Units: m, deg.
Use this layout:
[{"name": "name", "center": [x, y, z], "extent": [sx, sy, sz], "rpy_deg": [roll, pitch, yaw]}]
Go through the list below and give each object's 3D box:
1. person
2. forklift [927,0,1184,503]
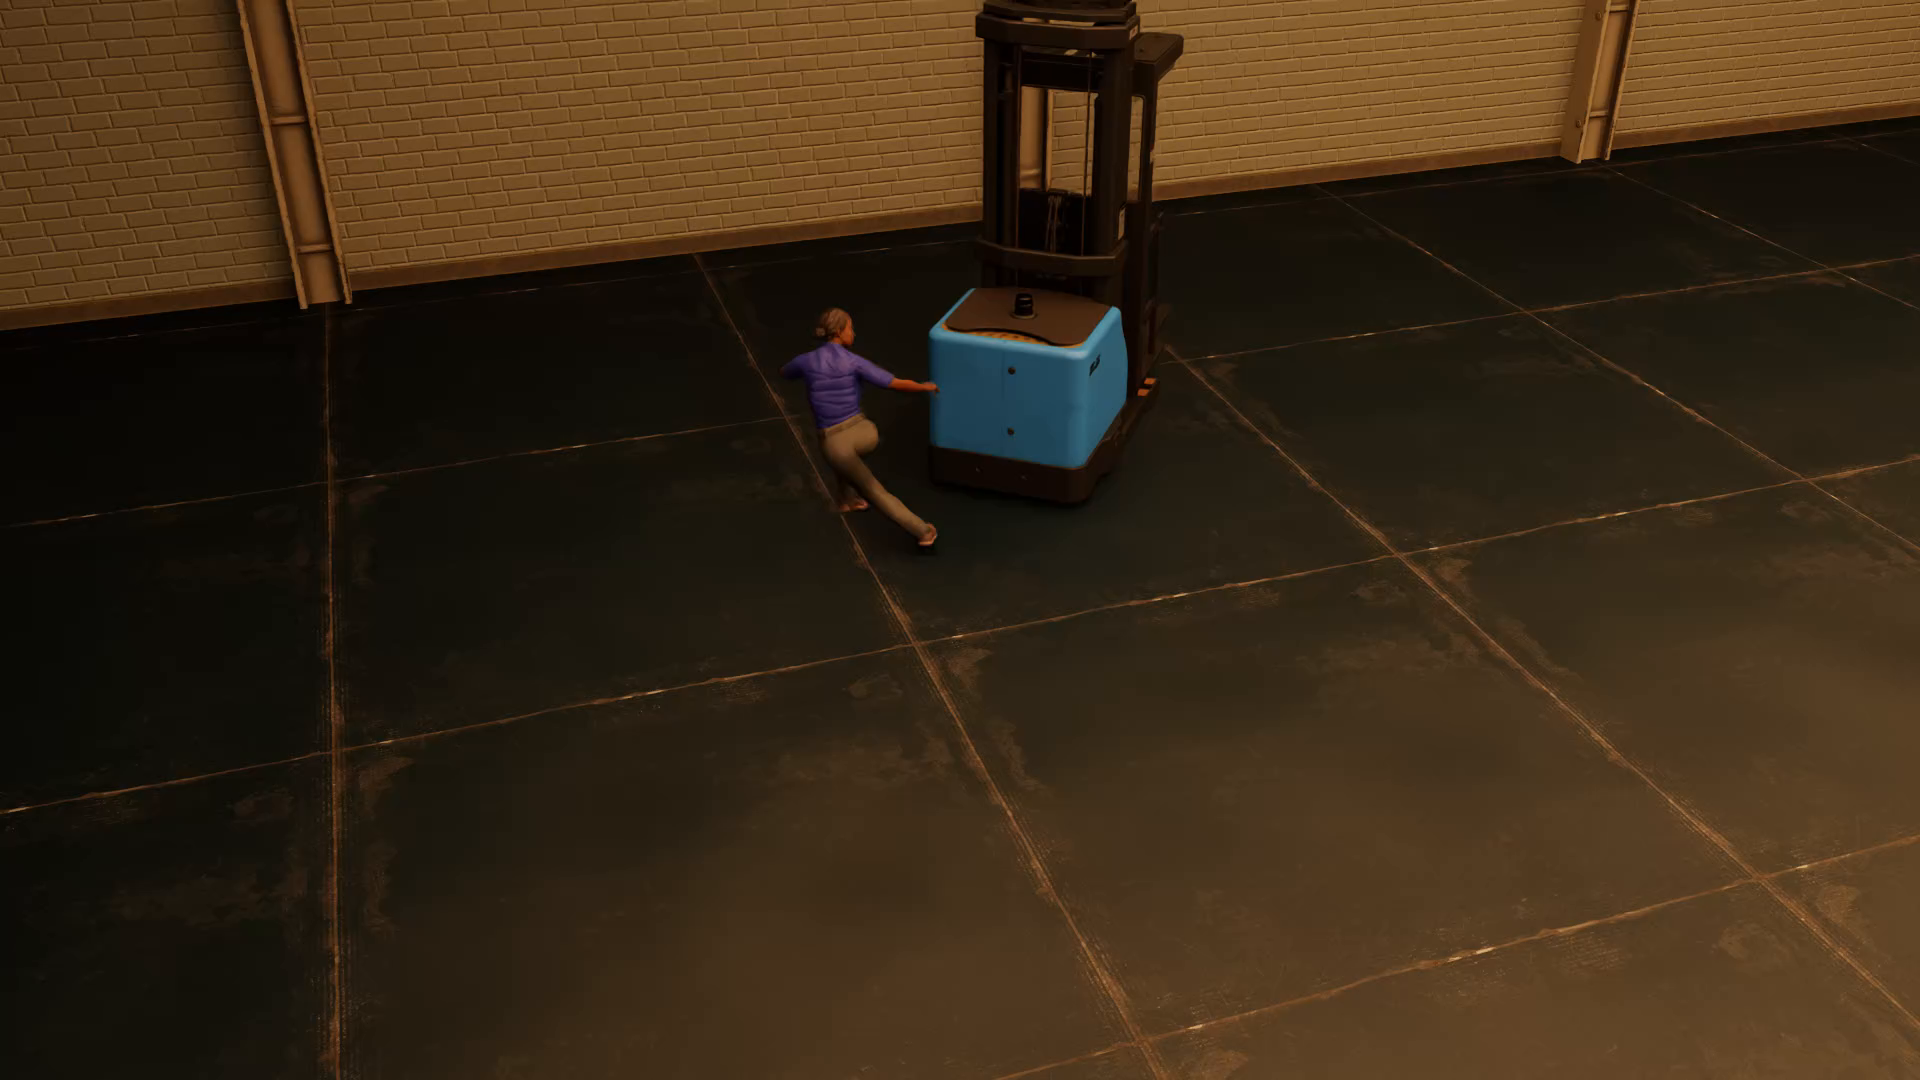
[{"name": "person", "center": [-0.572, -0.707, 9.821], "extent": [0.907, 1.411, 0.909], "rpy_deg": [-7, 31, -12]}, {"name": "forklift", "center": [0.775, -2.218, 10.942], "extent": [1.130, 2.935, 3.031], "rpy_deg": [10, 31, 17]}]
